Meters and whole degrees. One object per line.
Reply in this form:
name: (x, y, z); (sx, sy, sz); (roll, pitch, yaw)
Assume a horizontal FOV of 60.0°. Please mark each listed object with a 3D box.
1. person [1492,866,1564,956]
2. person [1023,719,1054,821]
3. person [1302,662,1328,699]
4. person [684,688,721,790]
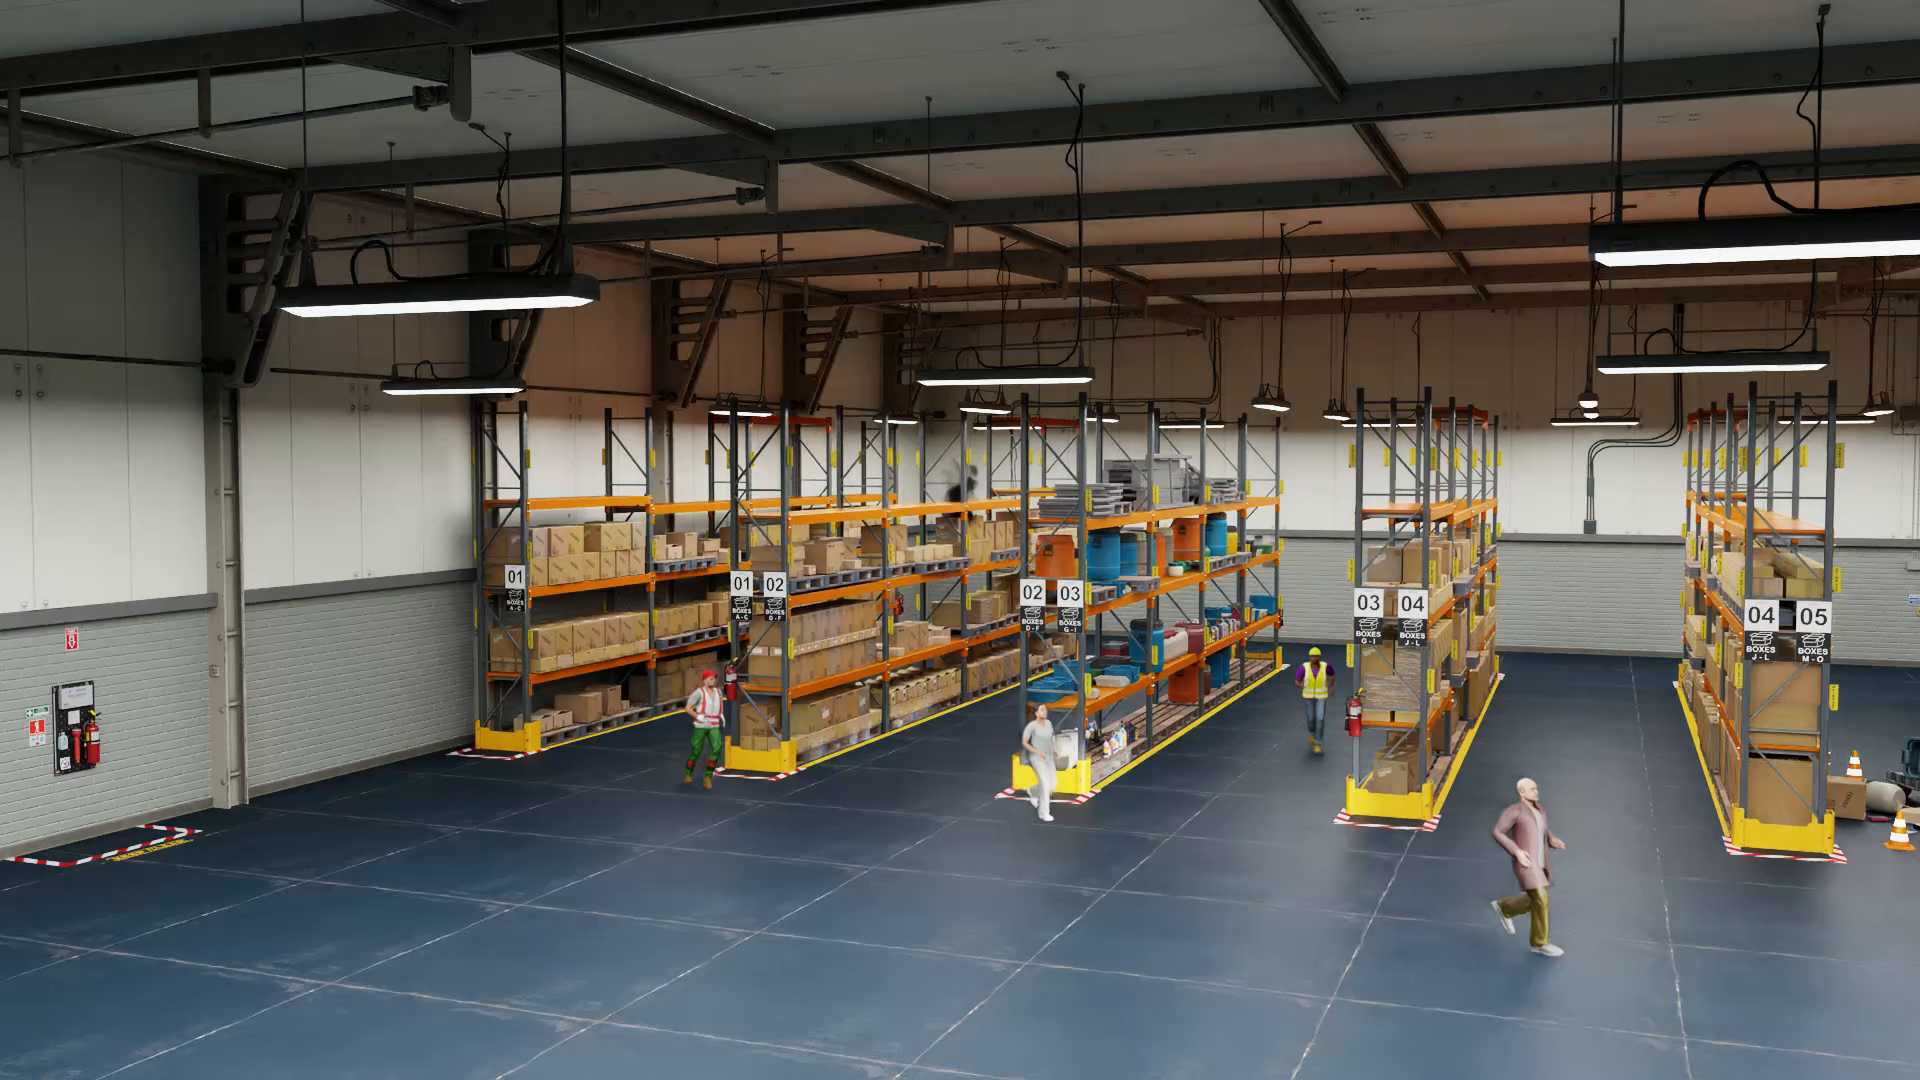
person: (5.787, 3.654, 16.984); (0.391, 1.037, 0.897); (-2, 3, -37)
person: (1.091, 3.183, 23.159); (0.545, 1.386, 0.625); (-2, 3, -36)
person: (6.088, 2.393, 28.502); (0.435, 0.631, 0.384); (1, 3, 16)
person: (-3.921, 3.015, 25.428); (0.507, 1.530, 0.700); (-2, 3, -33)
